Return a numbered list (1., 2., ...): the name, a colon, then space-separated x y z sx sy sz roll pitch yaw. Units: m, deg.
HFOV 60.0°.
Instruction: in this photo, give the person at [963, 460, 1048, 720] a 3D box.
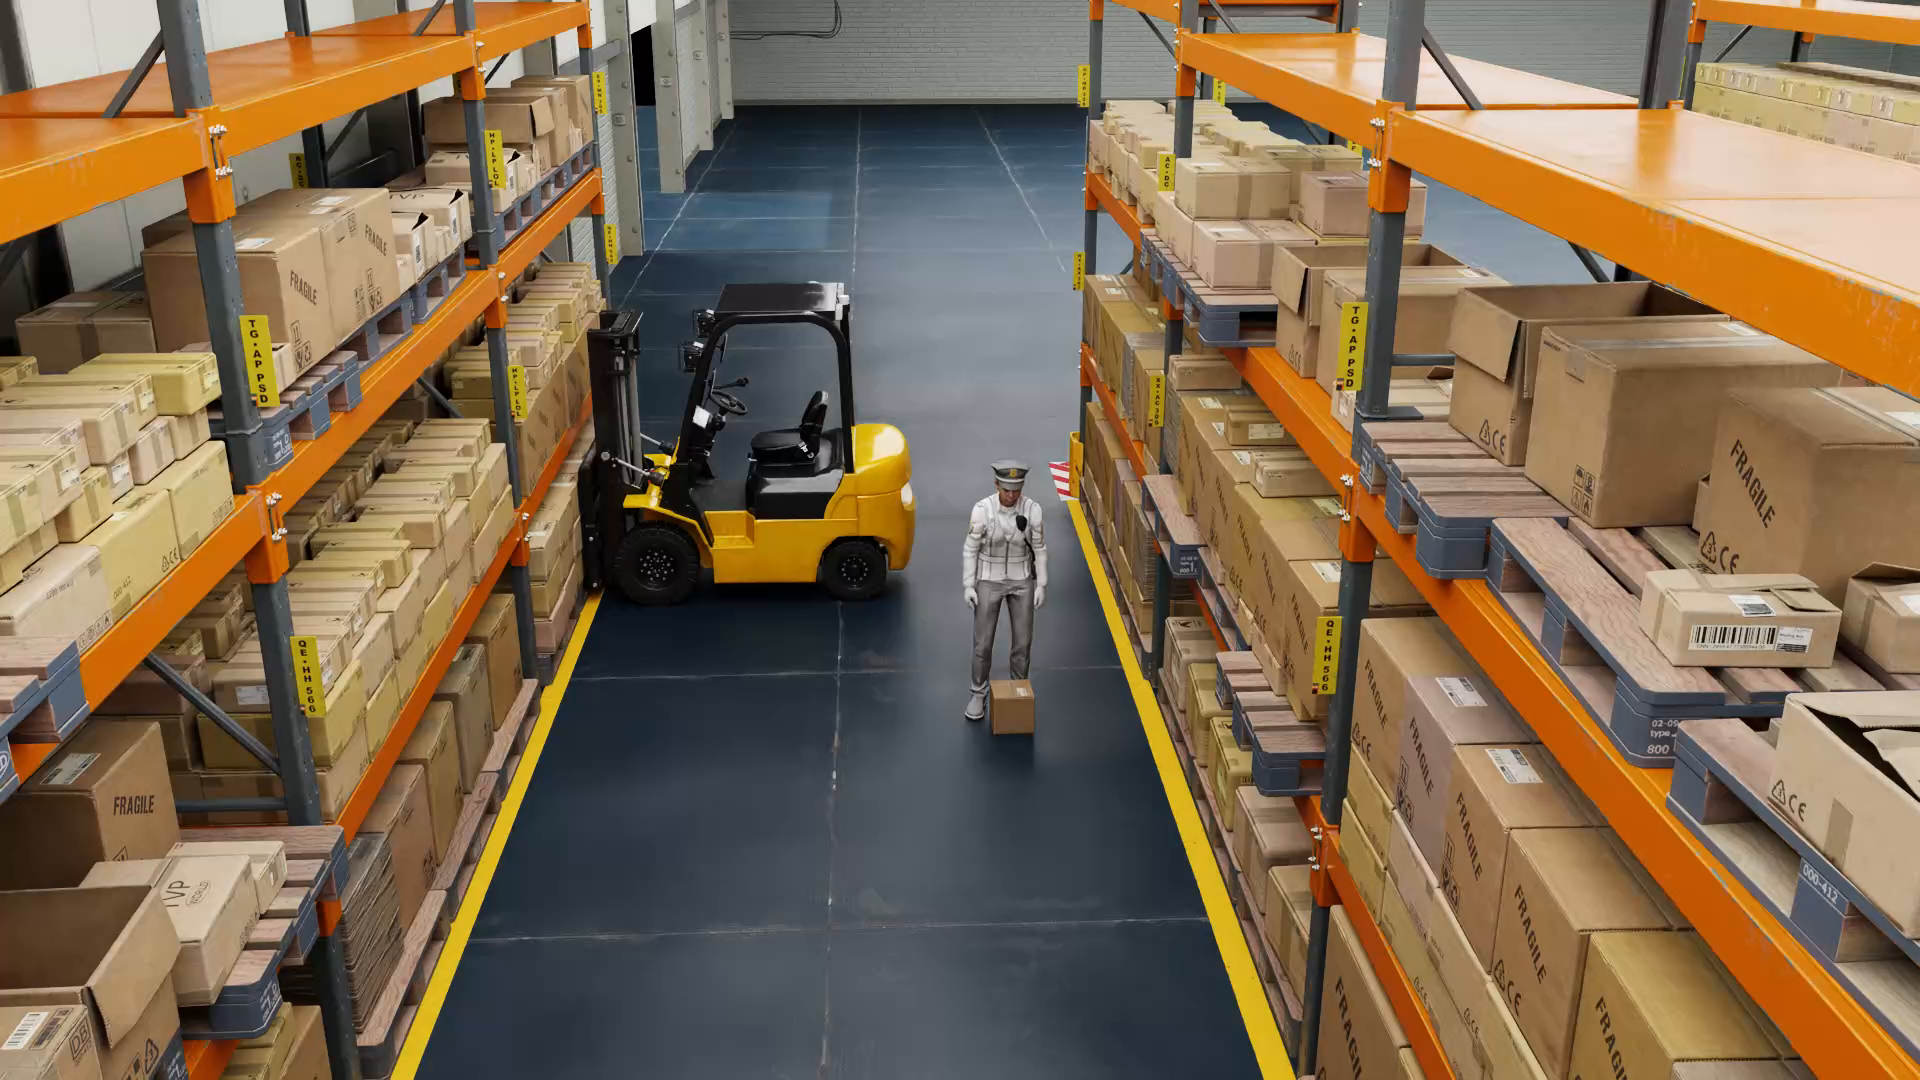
1. person: 0.281 0.290 10.297 0.529 1.663 0.372 -1 21 -3
